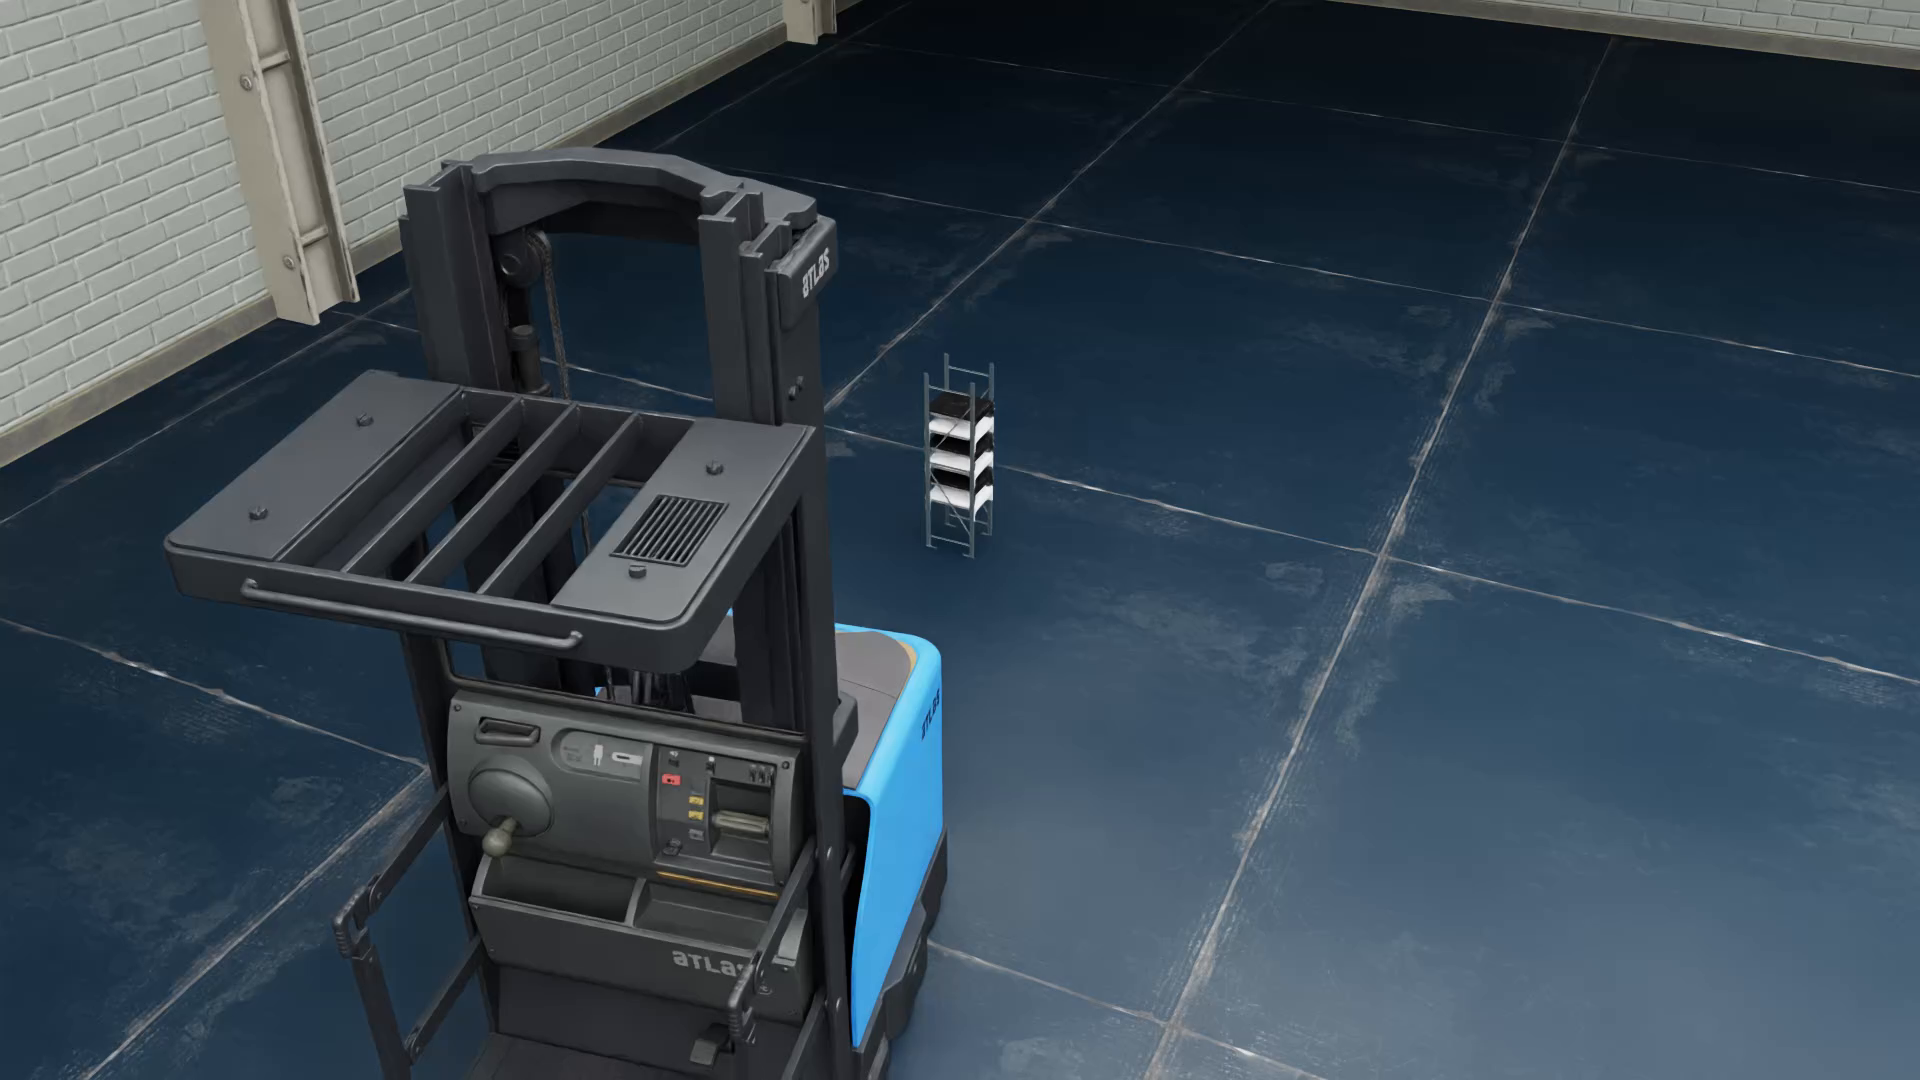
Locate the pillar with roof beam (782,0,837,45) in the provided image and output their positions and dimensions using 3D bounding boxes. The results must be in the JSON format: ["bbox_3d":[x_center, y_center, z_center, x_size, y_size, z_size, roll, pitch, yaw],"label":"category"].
[{"bbox_3d":[2.616,-7.140,10.432,9.100,9.000,0.400,14,36,20],"label":"pillar with roof beam"}]

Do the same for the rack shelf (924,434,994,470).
[{"bbox_3d":[-0.003,-0.420,7.466,0.258,0.077,0.200,14,36,20],"label":"rack shelf"}]

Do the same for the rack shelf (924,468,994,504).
[{"bbox_3d":[-0.003,-0.269,7.565,0.258,0.077,0.200,14,36,20],"label":"rack shelf"}]

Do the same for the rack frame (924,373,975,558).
[{"bbox_3d":[-0.046,-0.322,7.420,0.240,0.900,0.006,14,36,20],"label":"rack frame"}]

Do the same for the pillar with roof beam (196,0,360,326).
[{"bbox_3d":[0.106,-4.152,5.875,9.100,9.000,0.400,14,36,20],"label":"pillar with roof beam"}]

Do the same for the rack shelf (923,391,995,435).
[{"bbox_3d":[-0.003,-0.570,7.367,0.258,0.077,0.200,14,36,20],"label":"rack shelf"}]

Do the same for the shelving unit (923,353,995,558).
[{"bbox_3d":[-0.003,-0.372,7.497,0.258,0.900,0.210,14,36,20],"label":"shelving unit"}]

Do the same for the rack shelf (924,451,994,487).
[{"bbox_3d":[-0.003,-0.344,7.515,0.258,0.077,0.200,14,36,20],"label":"rack shelf"}]

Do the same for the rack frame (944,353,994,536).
[{"bbox_3d":[0.039,-0.423,7.574,0.240,0.900,0.006,14,36,20],"label":"rack frame"}]

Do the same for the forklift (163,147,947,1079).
[{"bbox_3d":[-0.909,0.702,4.007,1.130,2.935,3.031,8,34,12],"label":"forklift"}]

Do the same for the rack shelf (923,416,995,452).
[{"bbox_3d":[-0.003,-0.495,7.417,0.258,0.077,0.200,14,36,20],"label":"rack shelf"}]

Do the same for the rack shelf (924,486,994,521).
[{"bbox_3d":[-0.003,-0.194,7.614,0.258,0.077,0.200,14,36,20],"label":"rack shelf"}]
